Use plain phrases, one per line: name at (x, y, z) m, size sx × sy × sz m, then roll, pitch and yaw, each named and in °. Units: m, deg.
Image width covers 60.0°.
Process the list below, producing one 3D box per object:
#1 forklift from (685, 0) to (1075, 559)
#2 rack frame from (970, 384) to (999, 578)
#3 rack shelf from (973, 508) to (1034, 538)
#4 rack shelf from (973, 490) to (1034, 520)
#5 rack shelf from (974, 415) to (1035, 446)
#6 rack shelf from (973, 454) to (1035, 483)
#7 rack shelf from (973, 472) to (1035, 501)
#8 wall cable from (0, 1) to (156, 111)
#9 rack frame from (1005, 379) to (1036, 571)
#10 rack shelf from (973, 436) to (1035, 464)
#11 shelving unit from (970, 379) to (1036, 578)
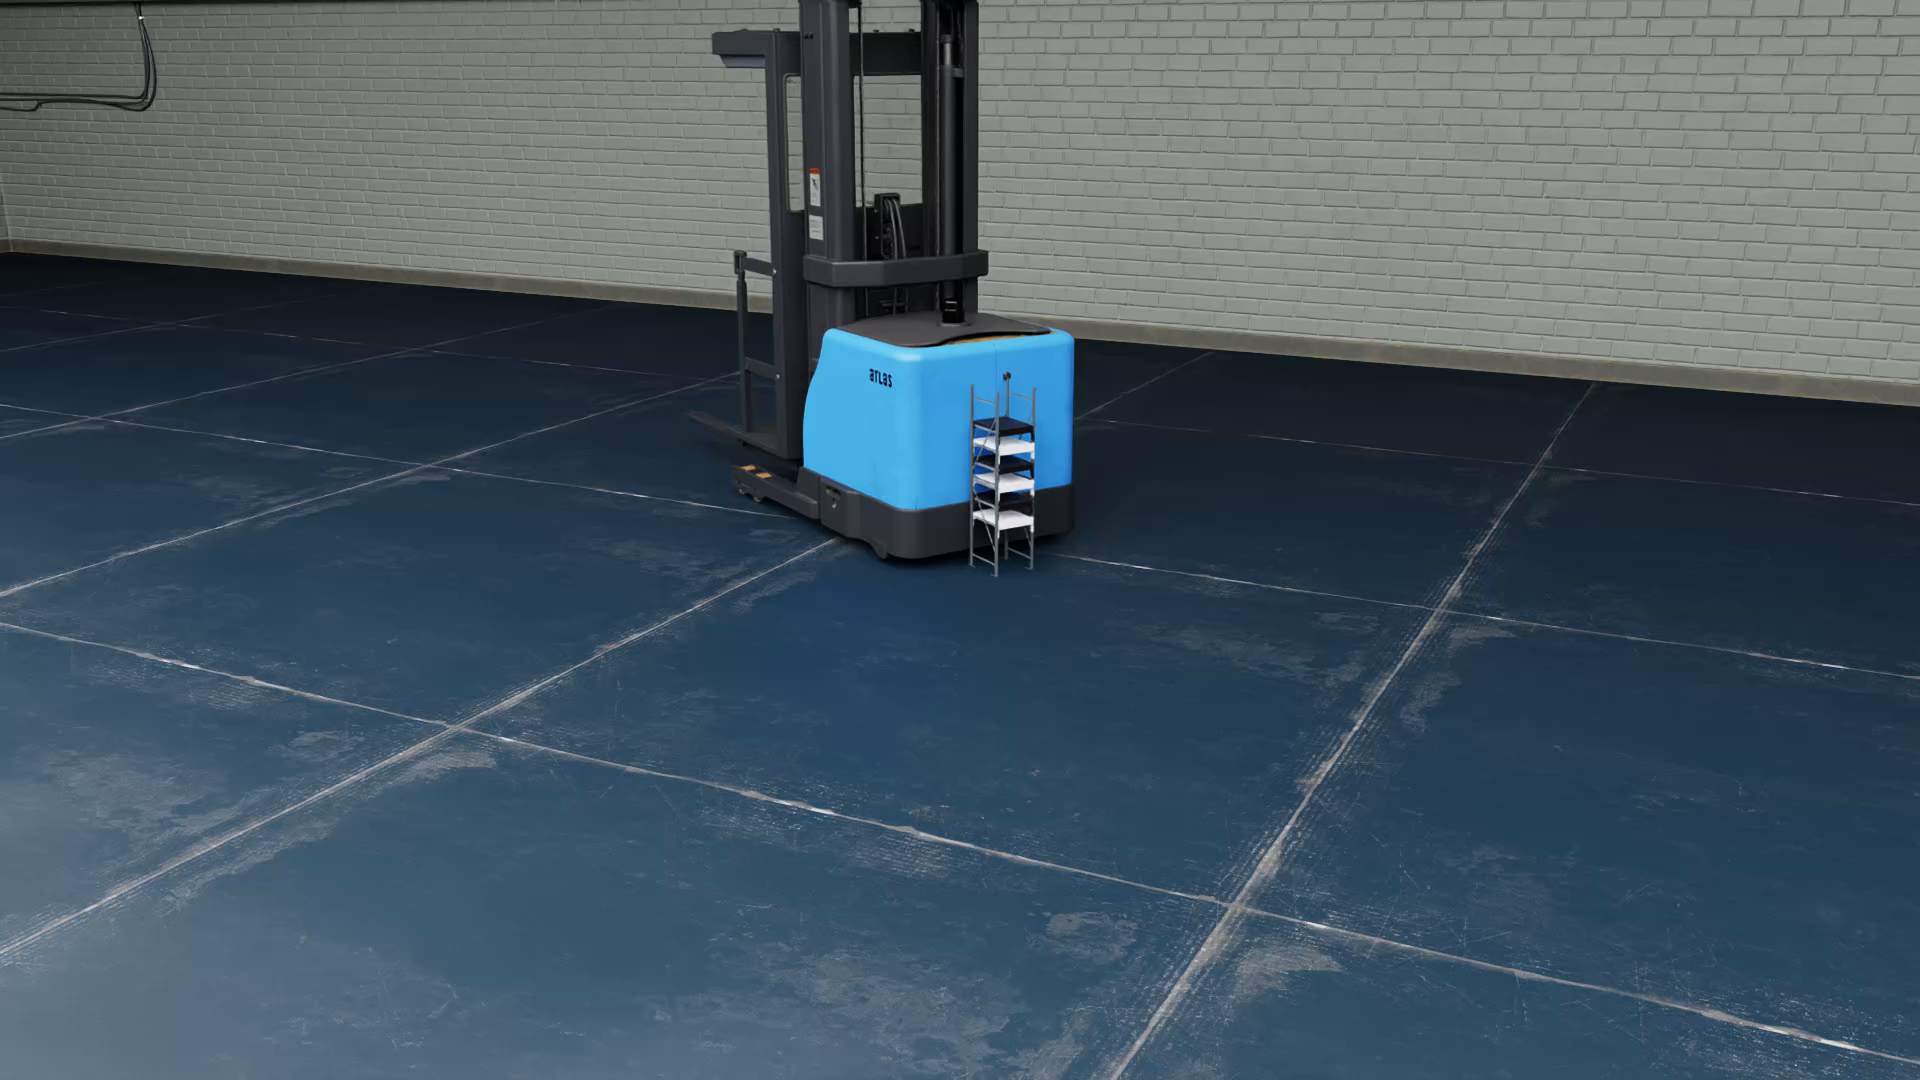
forklift at (-0.631, -1.678, 9.026) m, size 1.130 × 2.935 × 3.031 m, roll -10°, pitch 19°, yaw -31°
rack frame at (0.115, -0.278, 7.881) m, size 0.006 × 0.900 × 0.240 m, roll -10°, pitch 19°, yaw -31°
rack shelf at (0.201, -0.089, 7.993) m, size 0.200 × 0.077 × 0.258 m, roll -10°, pitch 19°, yaw -31°
rack shelf at (0.201, -0.175, 7.968) m, size 0.200 × 0.077 × 0.258 m, roll -10°, pitch 19°, yaw -31°
rack shelf at (0.201, -0.521, 7.865) m, size 0.200 × 0.077 × 0.258 m, roll -10°, pitch 19°, yaw -31°
rack shelf at (0.201, -0.348, 7.917) m, size 0.200 × 0.077 × 0.258 m, roll -10°, pitch 19°, yaw -31°
rack shelf at (0.201, -0.262, 7.942) m, size 0.200 × 0.077 × 0.258 m, roll -10°, pitch 19°, yaw -31°
wall cable at (-10.401, -6.188, 19.007) m, size 3.097 × 2.526 × 0.112 m, roll 8°, pitch 18°, yaw 25°
rack frame at (0.287, -0.309, 7.985) m, size 0.006 × 0.900 × 0.240 m, roll -10°, pitch 19°, yaw -31°
rack shelf at (0.201, -0.434, 7.891) m, size 0.200 × 0.077 × 0.258 m, roll -10°, pitch 19°, yaw -31°
shelving unit at (0.201, -0.294, 7.933) m, size 0.210 × 0.900 × 0.258 m, roll -10°, pitch 19°, yaw -31°
